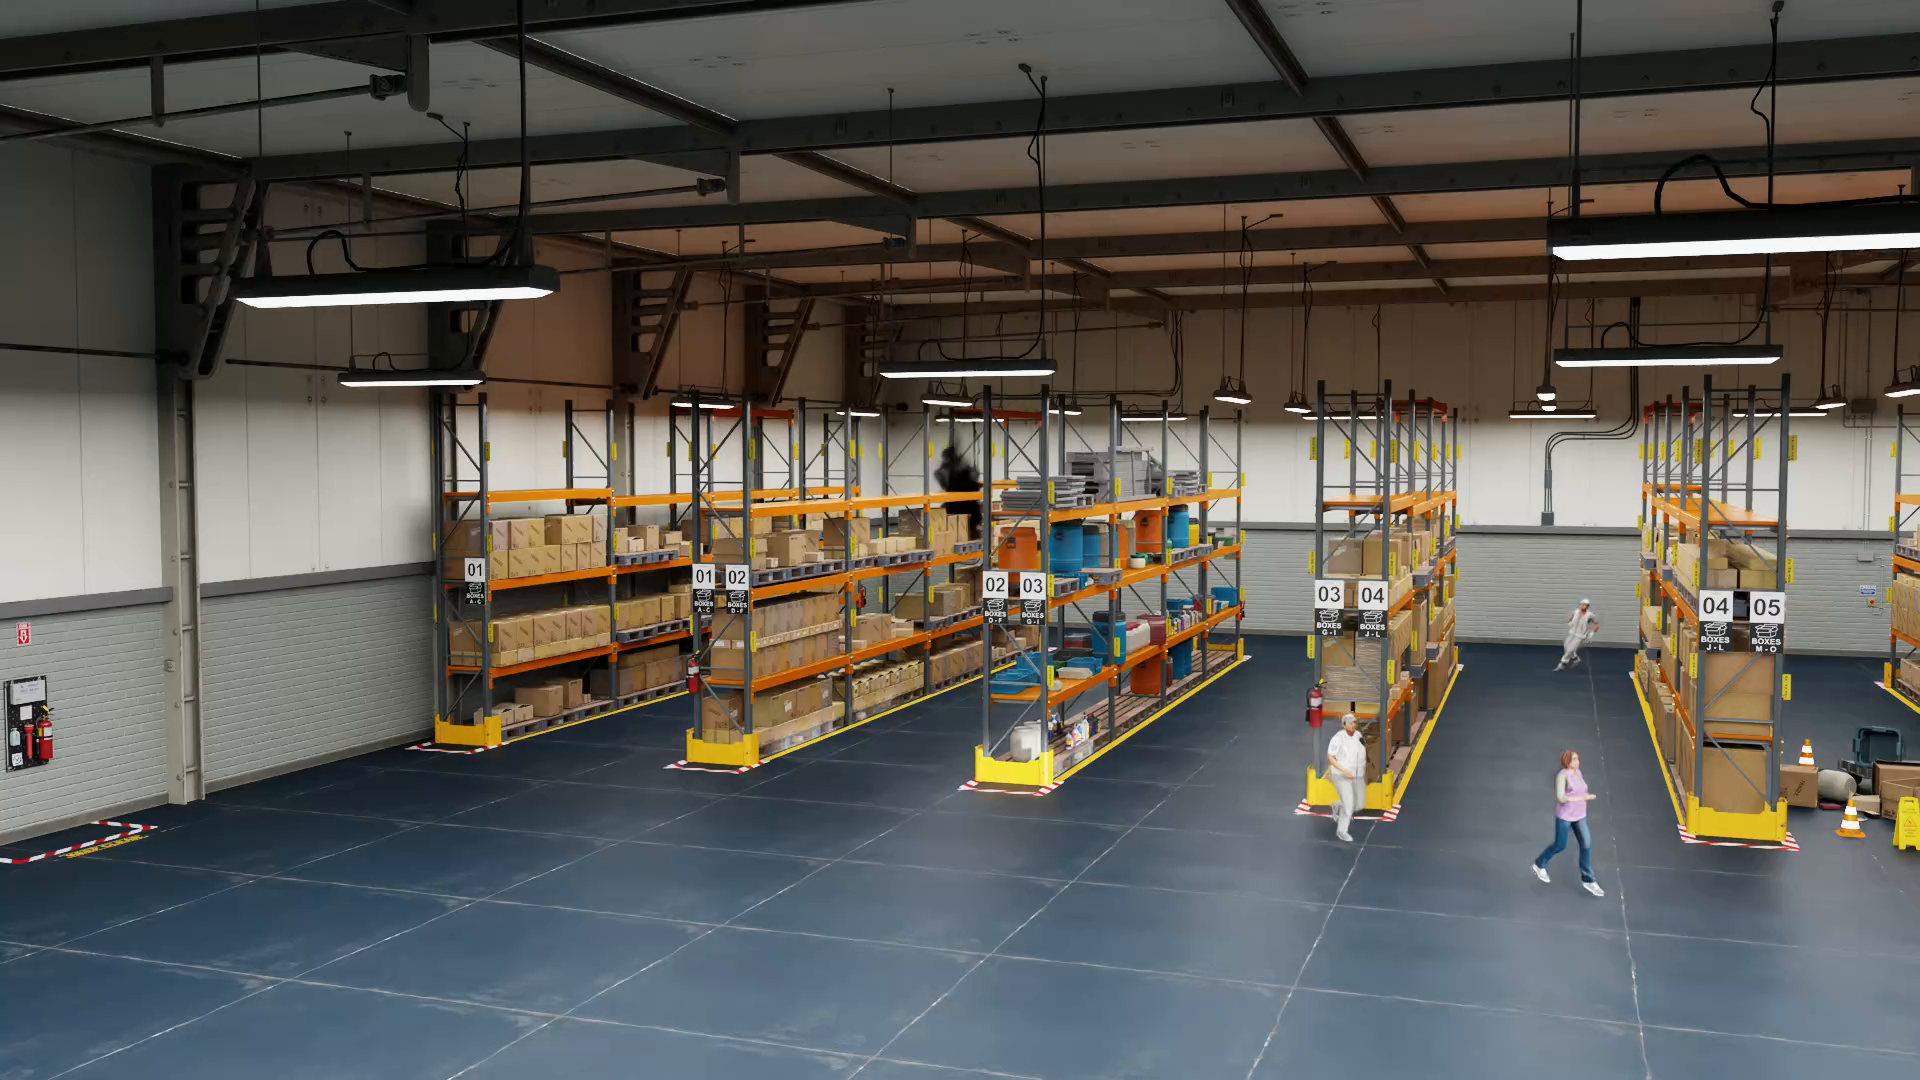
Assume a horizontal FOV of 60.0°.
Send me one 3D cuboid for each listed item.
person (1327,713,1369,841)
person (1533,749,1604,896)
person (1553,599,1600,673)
[{"bbox_3d":[5.016,3.050,21.576,0.634,1.638,0.621,-2,3,-27],"label":"person"},{"bbox_3d":[6.923,3.170,18.894,0.530,1.603,0.863,-2,4,-30],"label":"person"},{"bbox_3d":[13.943,2.166,37.566,0.799,1.699,0.768,-2,4,-35],"label":"person"}]
